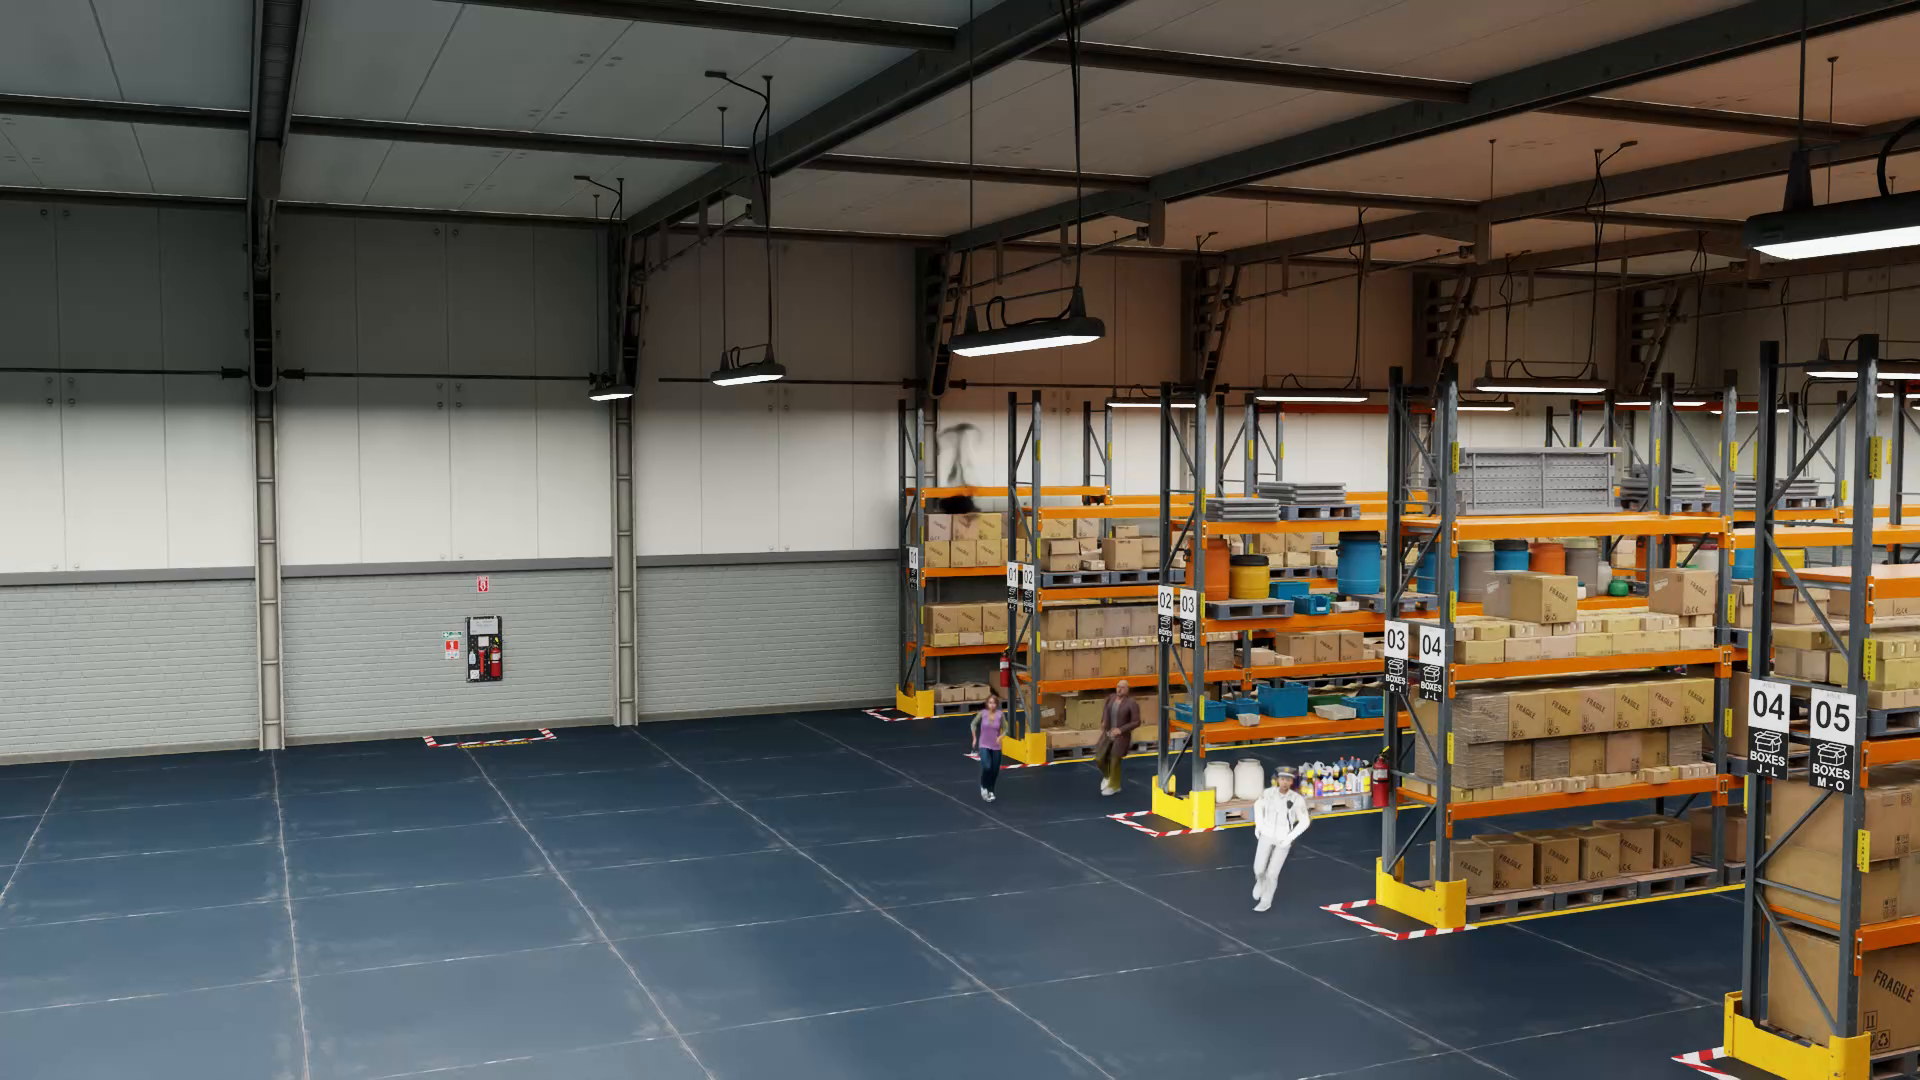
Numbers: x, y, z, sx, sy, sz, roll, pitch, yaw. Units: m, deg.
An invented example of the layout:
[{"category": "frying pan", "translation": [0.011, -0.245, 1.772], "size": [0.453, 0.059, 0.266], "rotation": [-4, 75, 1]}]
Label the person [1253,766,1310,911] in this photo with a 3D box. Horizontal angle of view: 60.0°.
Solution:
[{"category": "person", "translation": [3.523, 3.278, 18.321], "size": [0.673, 1.641, 0.522], "rotation": [1, 4, 24]}]

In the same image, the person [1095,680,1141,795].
[{"category": "person", "translation": [2.310, 2.886, 24.231], "size": [0.728, 1.728, 0.612], "rotation": [2, 4, 35]}]

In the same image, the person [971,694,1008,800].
[{"category": "person", "translation": [0.430, 2.976, 23.752], "size": [0.510, 1.553, 0.688], "rotation": [0, 3, -7]}]
